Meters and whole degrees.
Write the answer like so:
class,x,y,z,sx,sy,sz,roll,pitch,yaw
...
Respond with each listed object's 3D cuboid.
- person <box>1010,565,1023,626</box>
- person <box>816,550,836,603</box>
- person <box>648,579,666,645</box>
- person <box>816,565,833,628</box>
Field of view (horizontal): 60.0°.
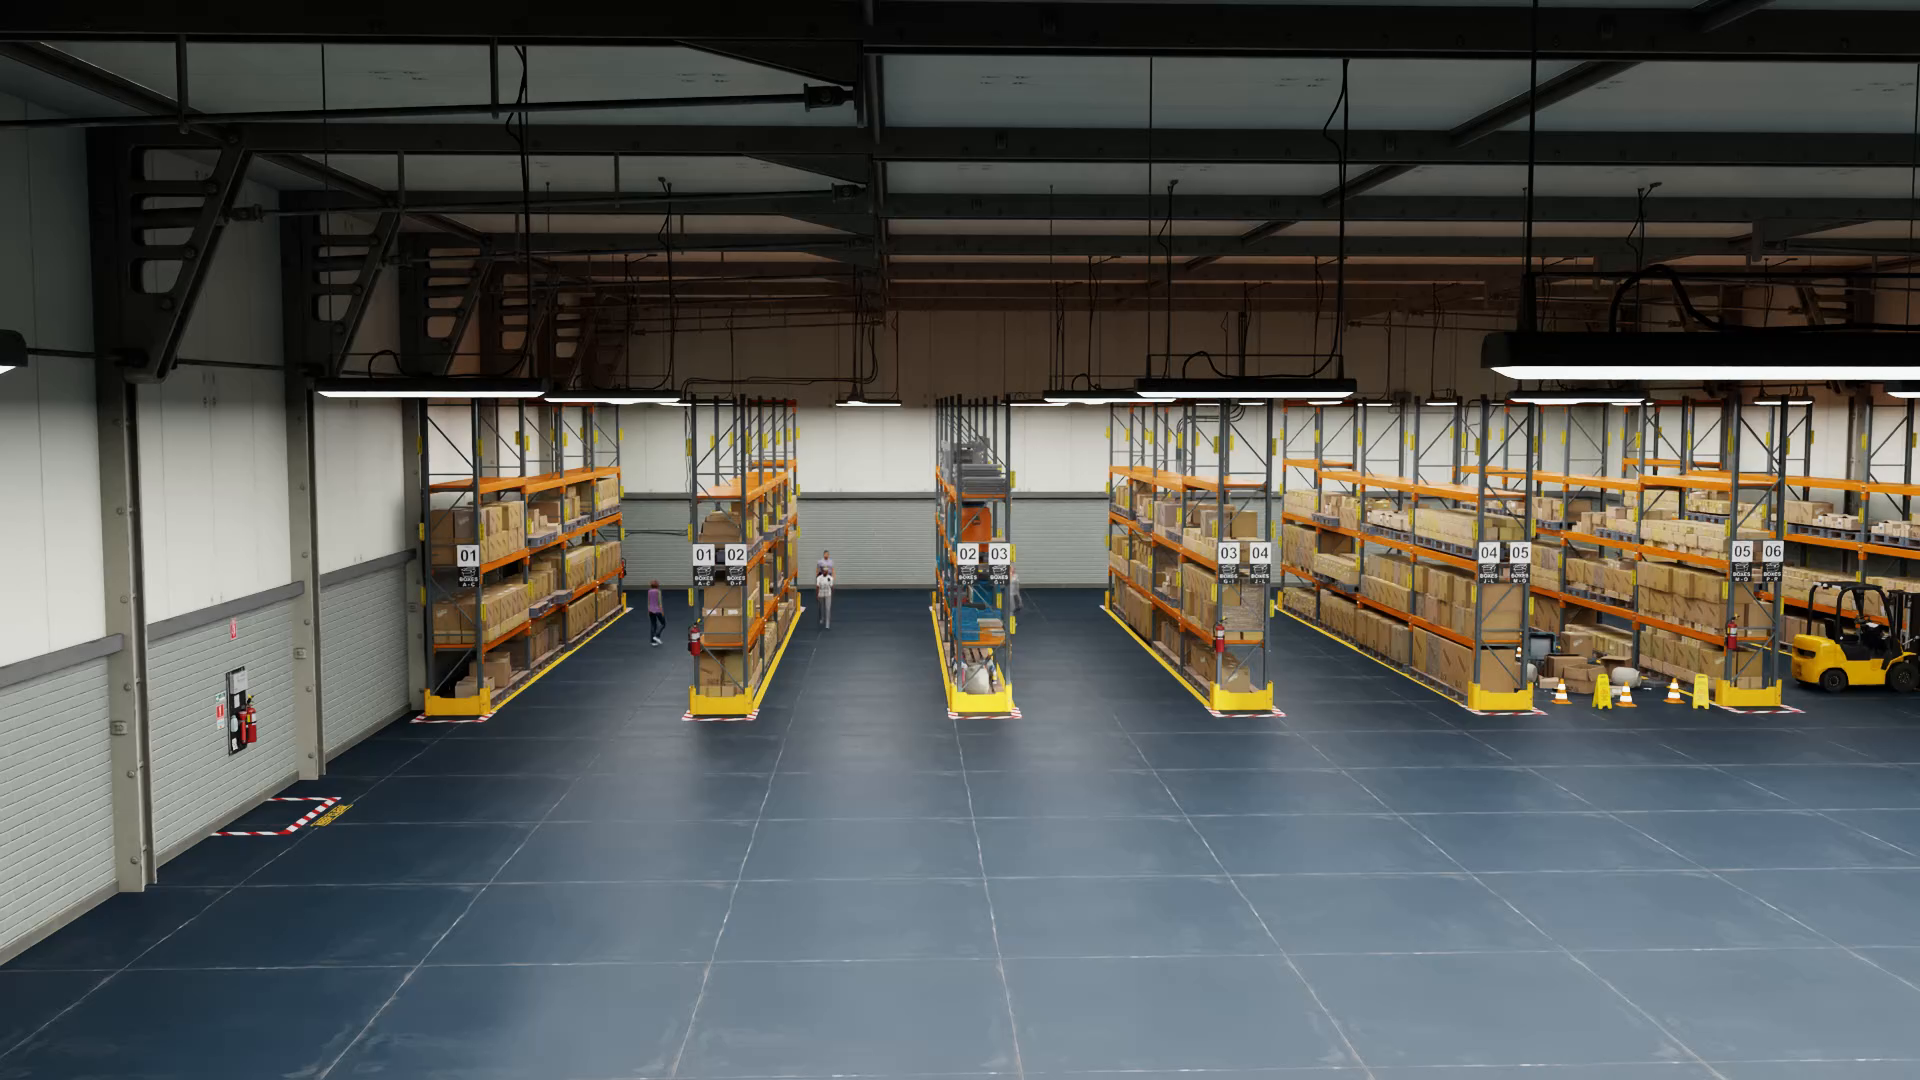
class,x,y,z,sx,sy,sz,roll,pitch,yaw
person,1.402,1.461,43.872,0.446,1.592,0.440,4,6,43
person,-3.894,1.106,48.357,0.505,1.607,0.996,-3,5,-34
person,-7.389,1.757,40.267,0.448,1.599,0.438,2,5,27
person,-3.544,1.463,43.549,0.451,1.623,1.024,0,5,-3
